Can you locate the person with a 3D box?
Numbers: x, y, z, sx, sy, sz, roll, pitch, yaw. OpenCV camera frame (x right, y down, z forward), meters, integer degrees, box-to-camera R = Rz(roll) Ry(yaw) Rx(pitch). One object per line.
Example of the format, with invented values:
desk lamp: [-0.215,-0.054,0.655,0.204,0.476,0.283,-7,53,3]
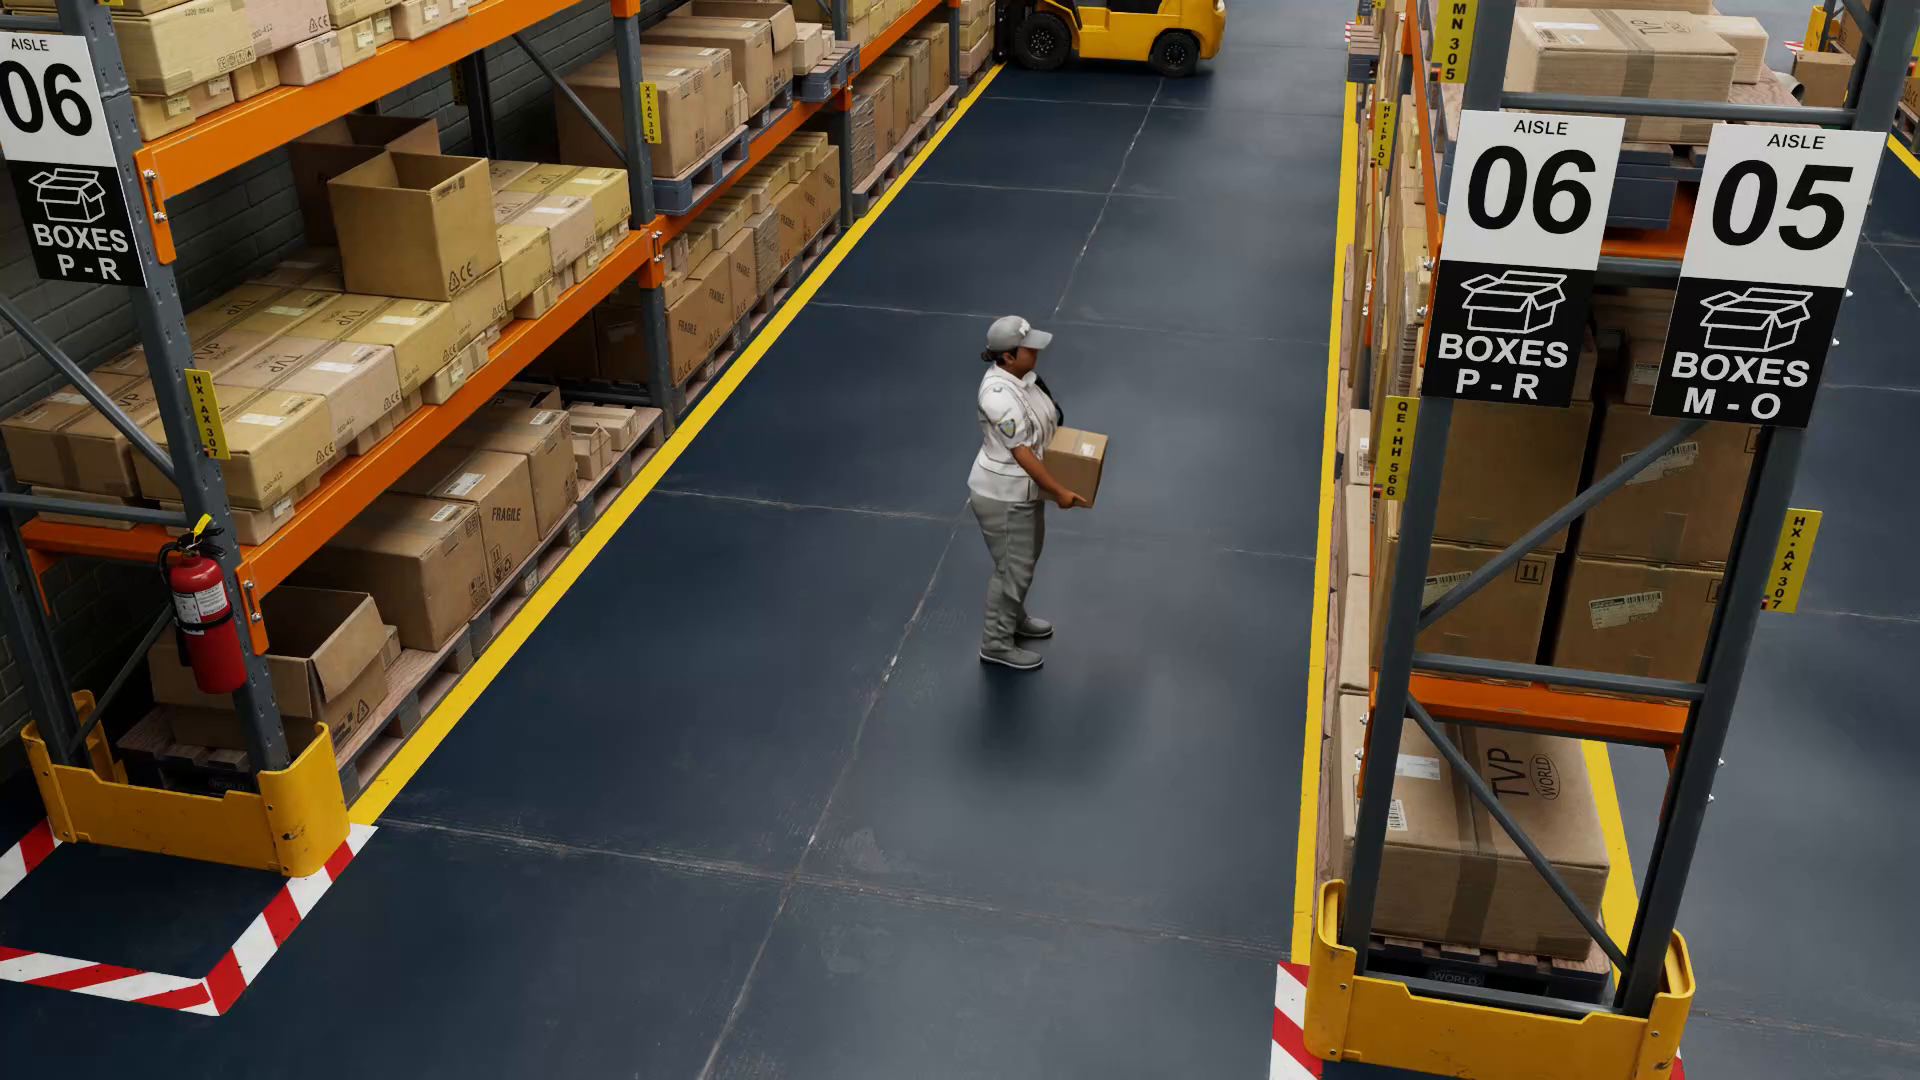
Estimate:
person: [0.316,-0.218,7.526,0.545,1.662,0.452,6,30,11]
